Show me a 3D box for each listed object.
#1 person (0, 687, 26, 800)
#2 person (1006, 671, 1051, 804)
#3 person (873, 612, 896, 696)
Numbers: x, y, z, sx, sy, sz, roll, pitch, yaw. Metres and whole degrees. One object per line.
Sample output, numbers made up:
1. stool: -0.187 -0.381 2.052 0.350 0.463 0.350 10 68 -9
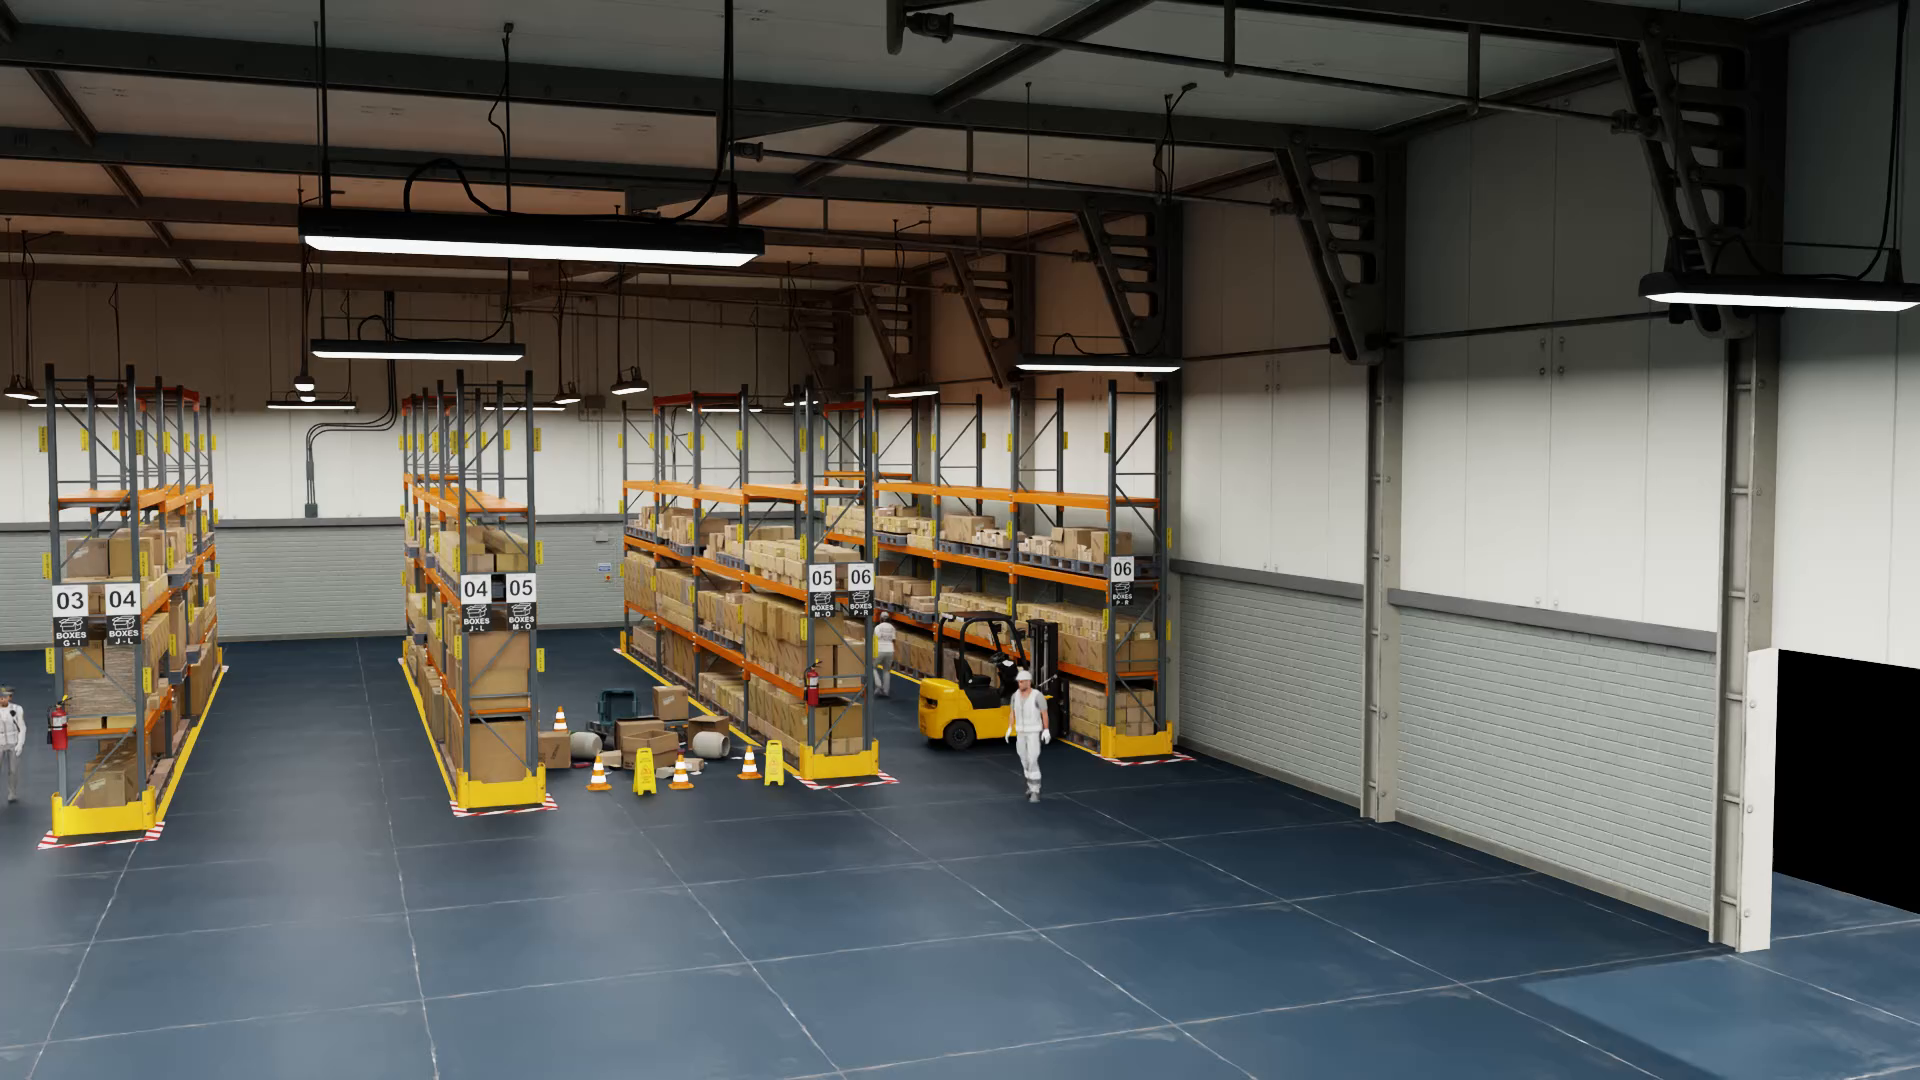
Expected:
1. person: -13.133 2.825 22.895 0.497 1.628 0.934 -2 4 -31
2. person: 0.944 2.747 23.444 0.631 1.805 0.622 2 4 34
3. person: -1.526 2.250 32.806 0.561 1.665 0.435 -2 4 -26
